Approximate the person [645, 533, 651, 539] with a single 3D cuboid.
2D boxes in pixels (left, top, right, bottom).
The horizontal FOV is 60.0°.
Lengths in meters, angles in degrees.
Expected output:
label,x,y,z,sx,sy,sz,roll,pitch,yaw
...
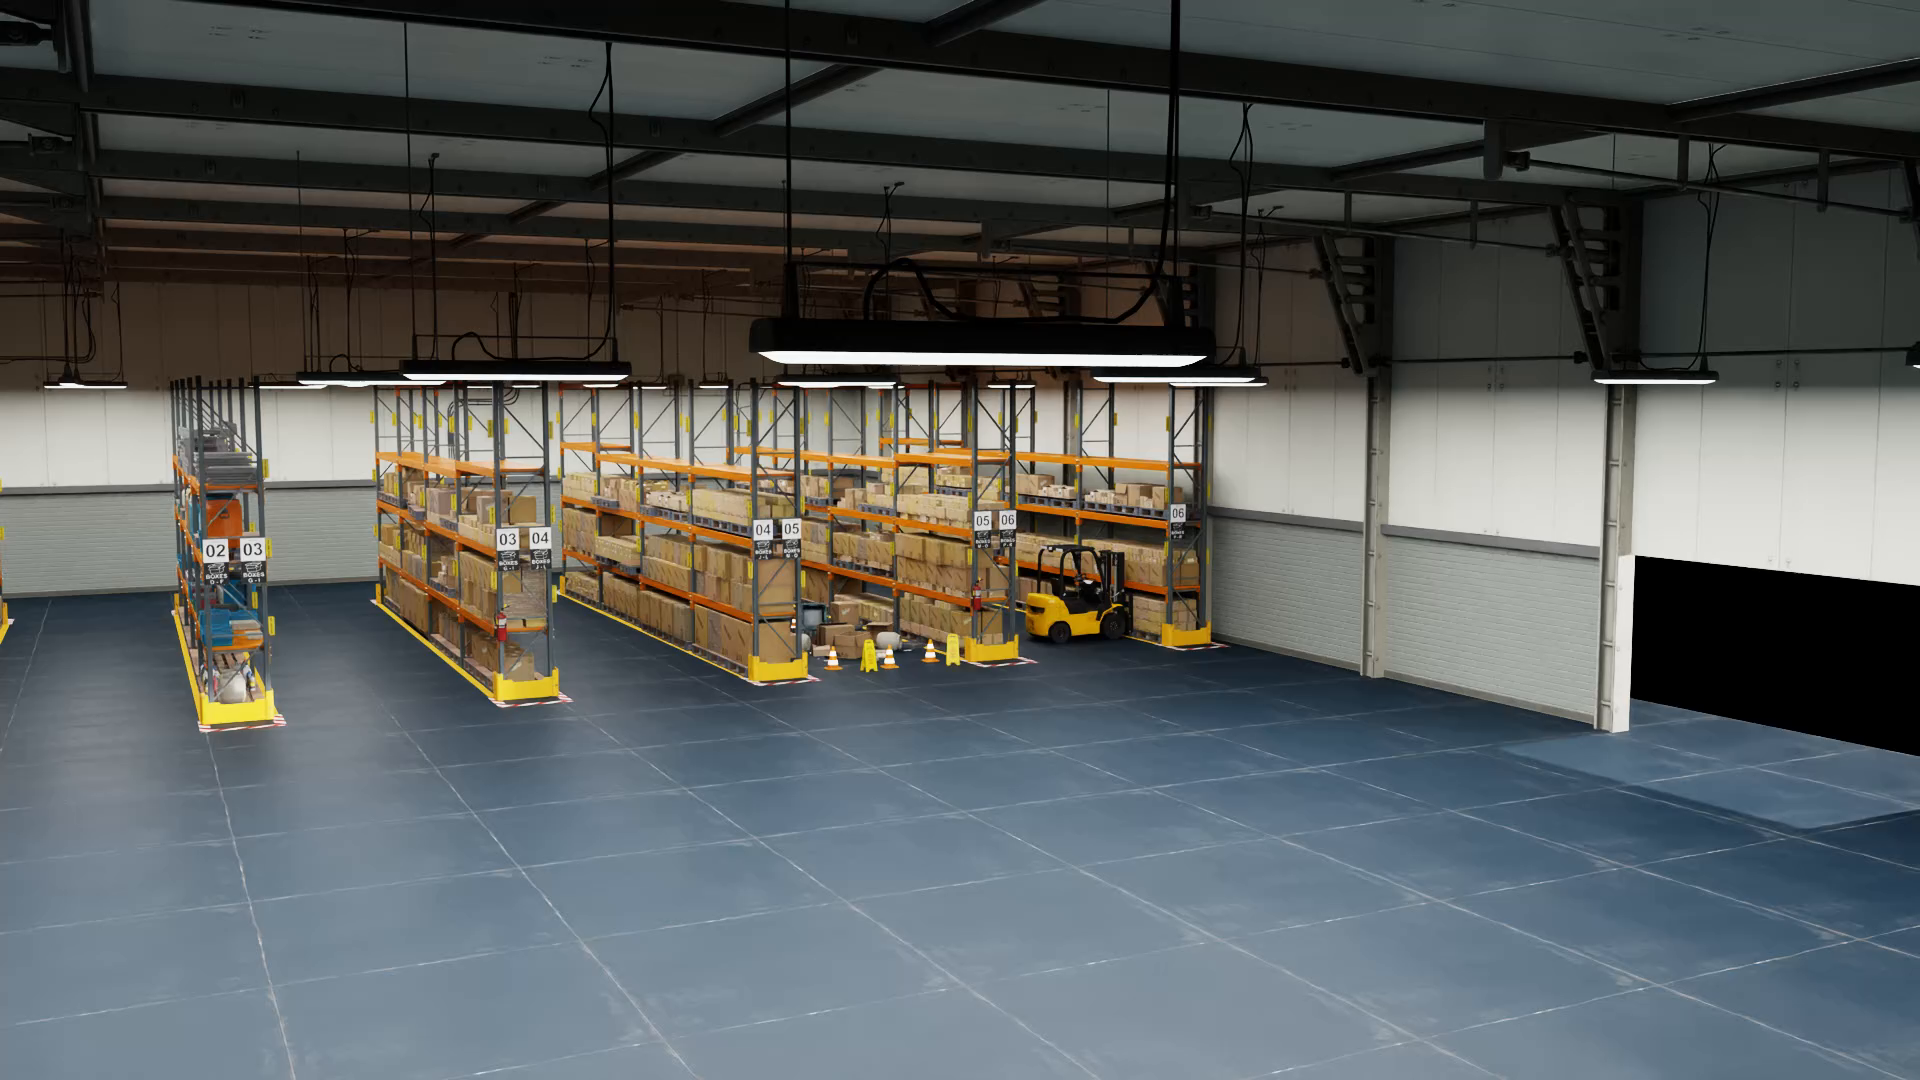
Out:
label,x,y,z,sx,sy,sz,roll,pitch,yaw
person,-8.705,0.699,46.586,0.636,1.778,0.568,0,5,-1
